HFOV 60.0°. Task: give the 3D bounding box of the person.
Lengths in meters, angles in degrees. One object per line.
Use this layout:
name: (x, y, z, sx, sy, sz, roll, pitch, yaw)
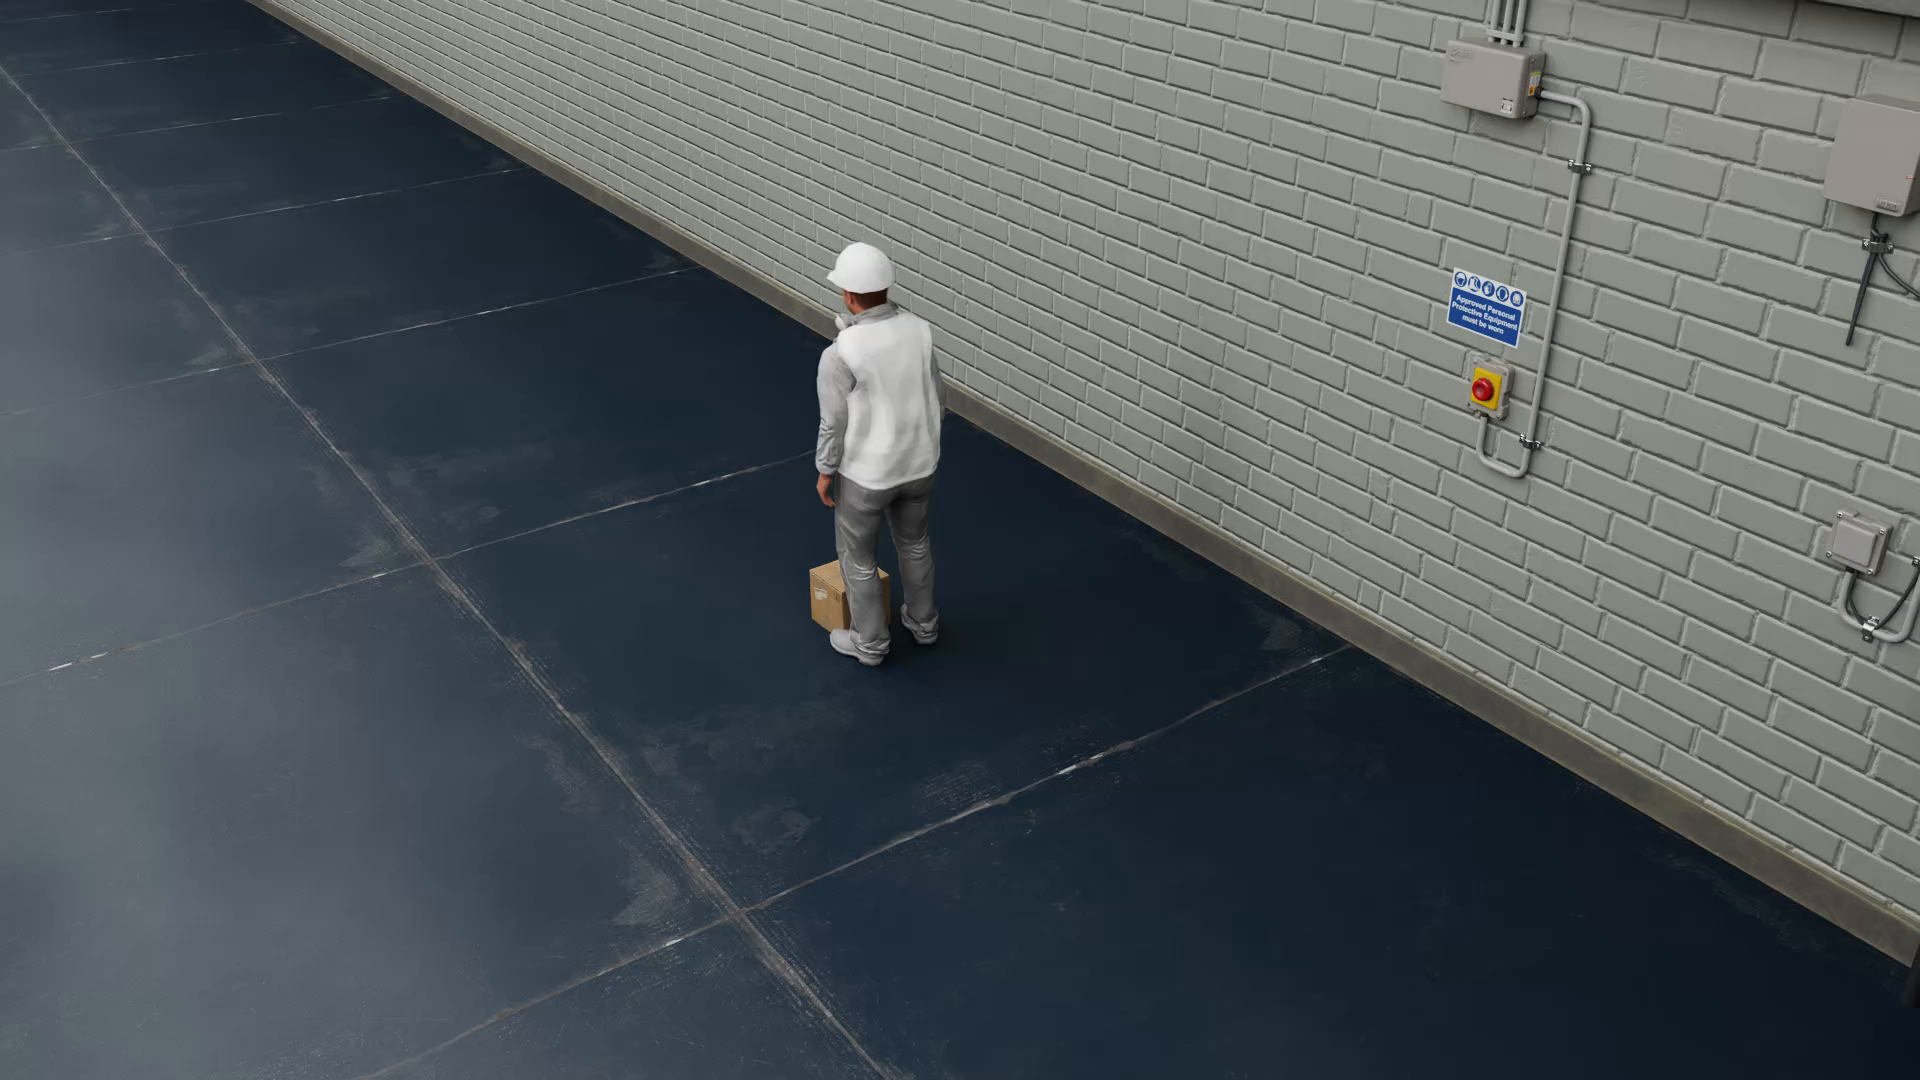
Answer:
person: (-0.320, -0.323, 6.696, 0.580, 1.769, 0.462, -19, 34, -31)
